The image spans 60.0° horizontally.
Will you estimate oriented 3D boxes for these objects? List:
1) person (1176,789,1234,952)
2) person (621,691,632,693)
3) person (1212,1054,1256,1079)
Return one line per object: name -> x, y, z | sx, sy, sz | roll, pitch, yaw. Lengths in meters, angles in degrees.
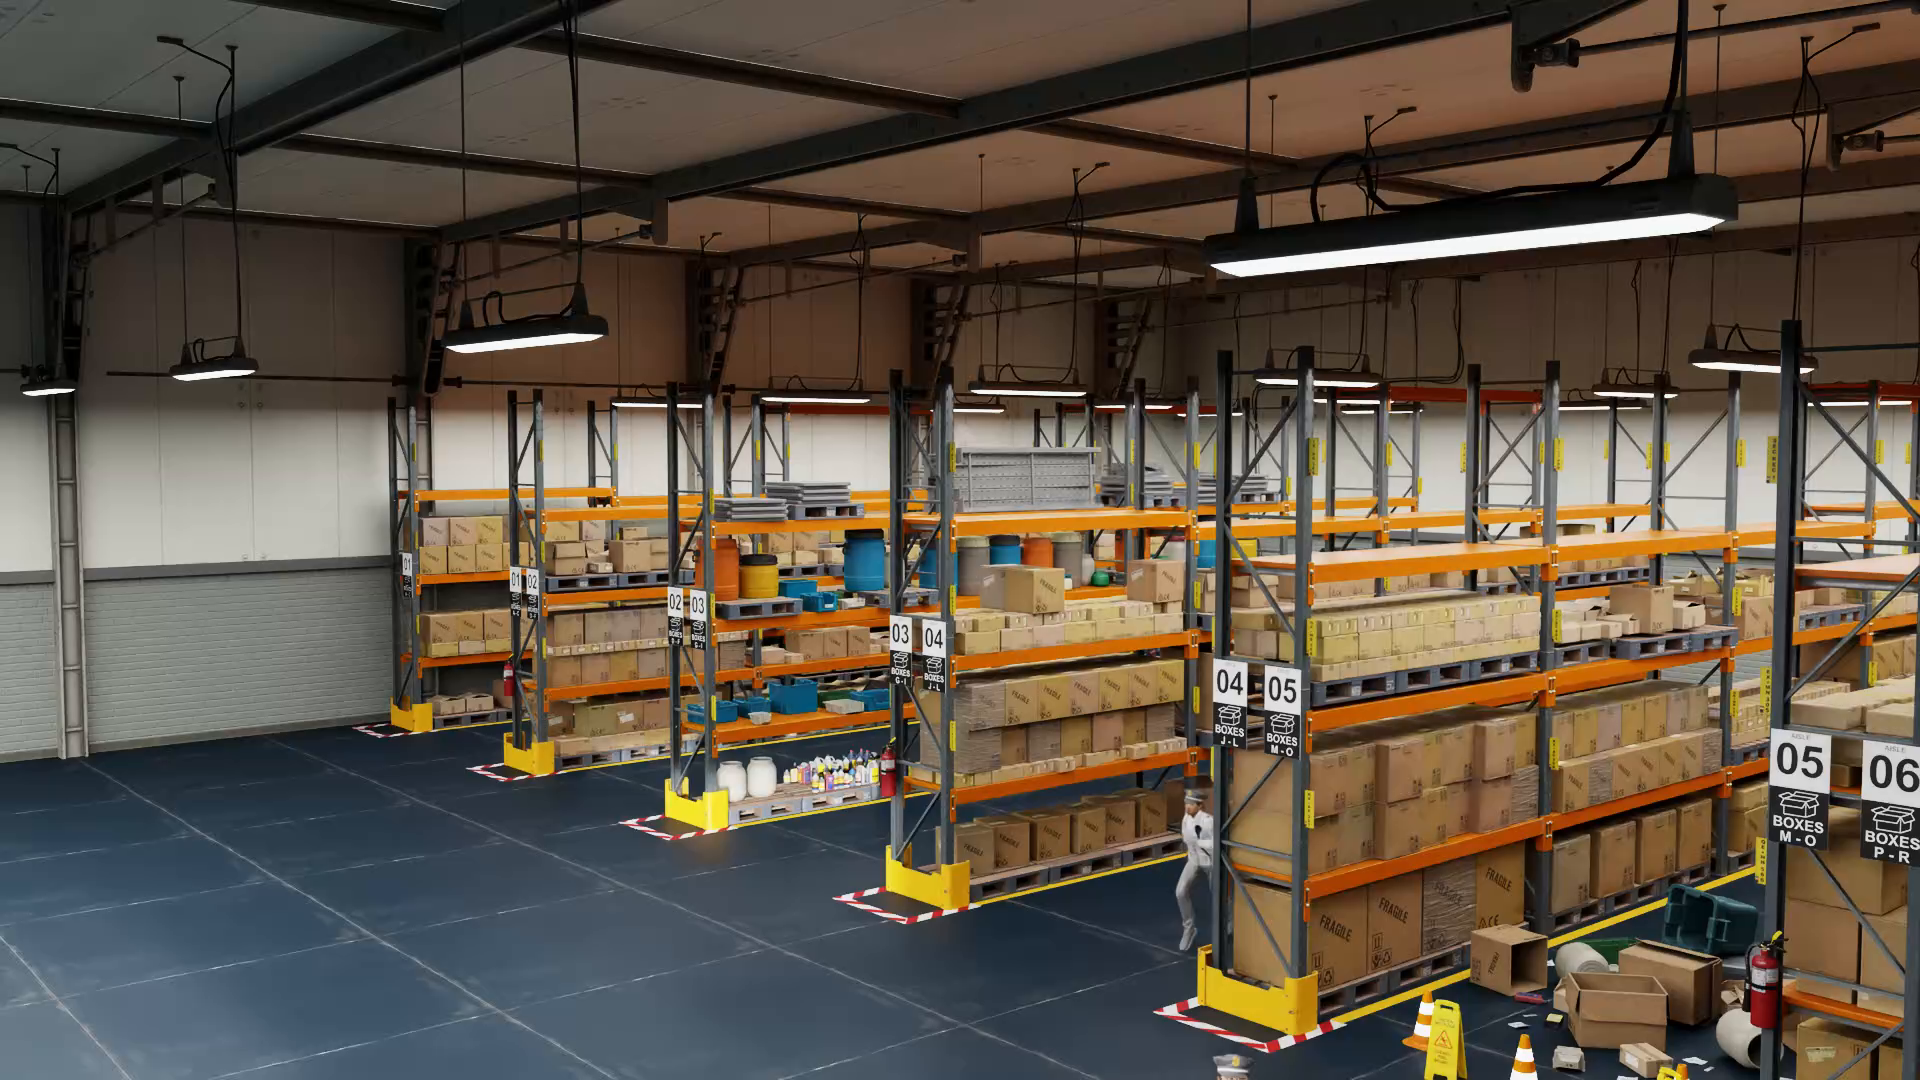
person -> 2.540, 3.349, 17.058 | 0.606, 1.678, 0.904 | 3, 5, 44
person -> -5.836, 2.557, 29.387 | 0.690, 1.814, 0.980 | 3, 4, 38
person -> 1.533, 3.753, 9.516 | 0.658, 1.692, 0.947 | 1, 3, 13
